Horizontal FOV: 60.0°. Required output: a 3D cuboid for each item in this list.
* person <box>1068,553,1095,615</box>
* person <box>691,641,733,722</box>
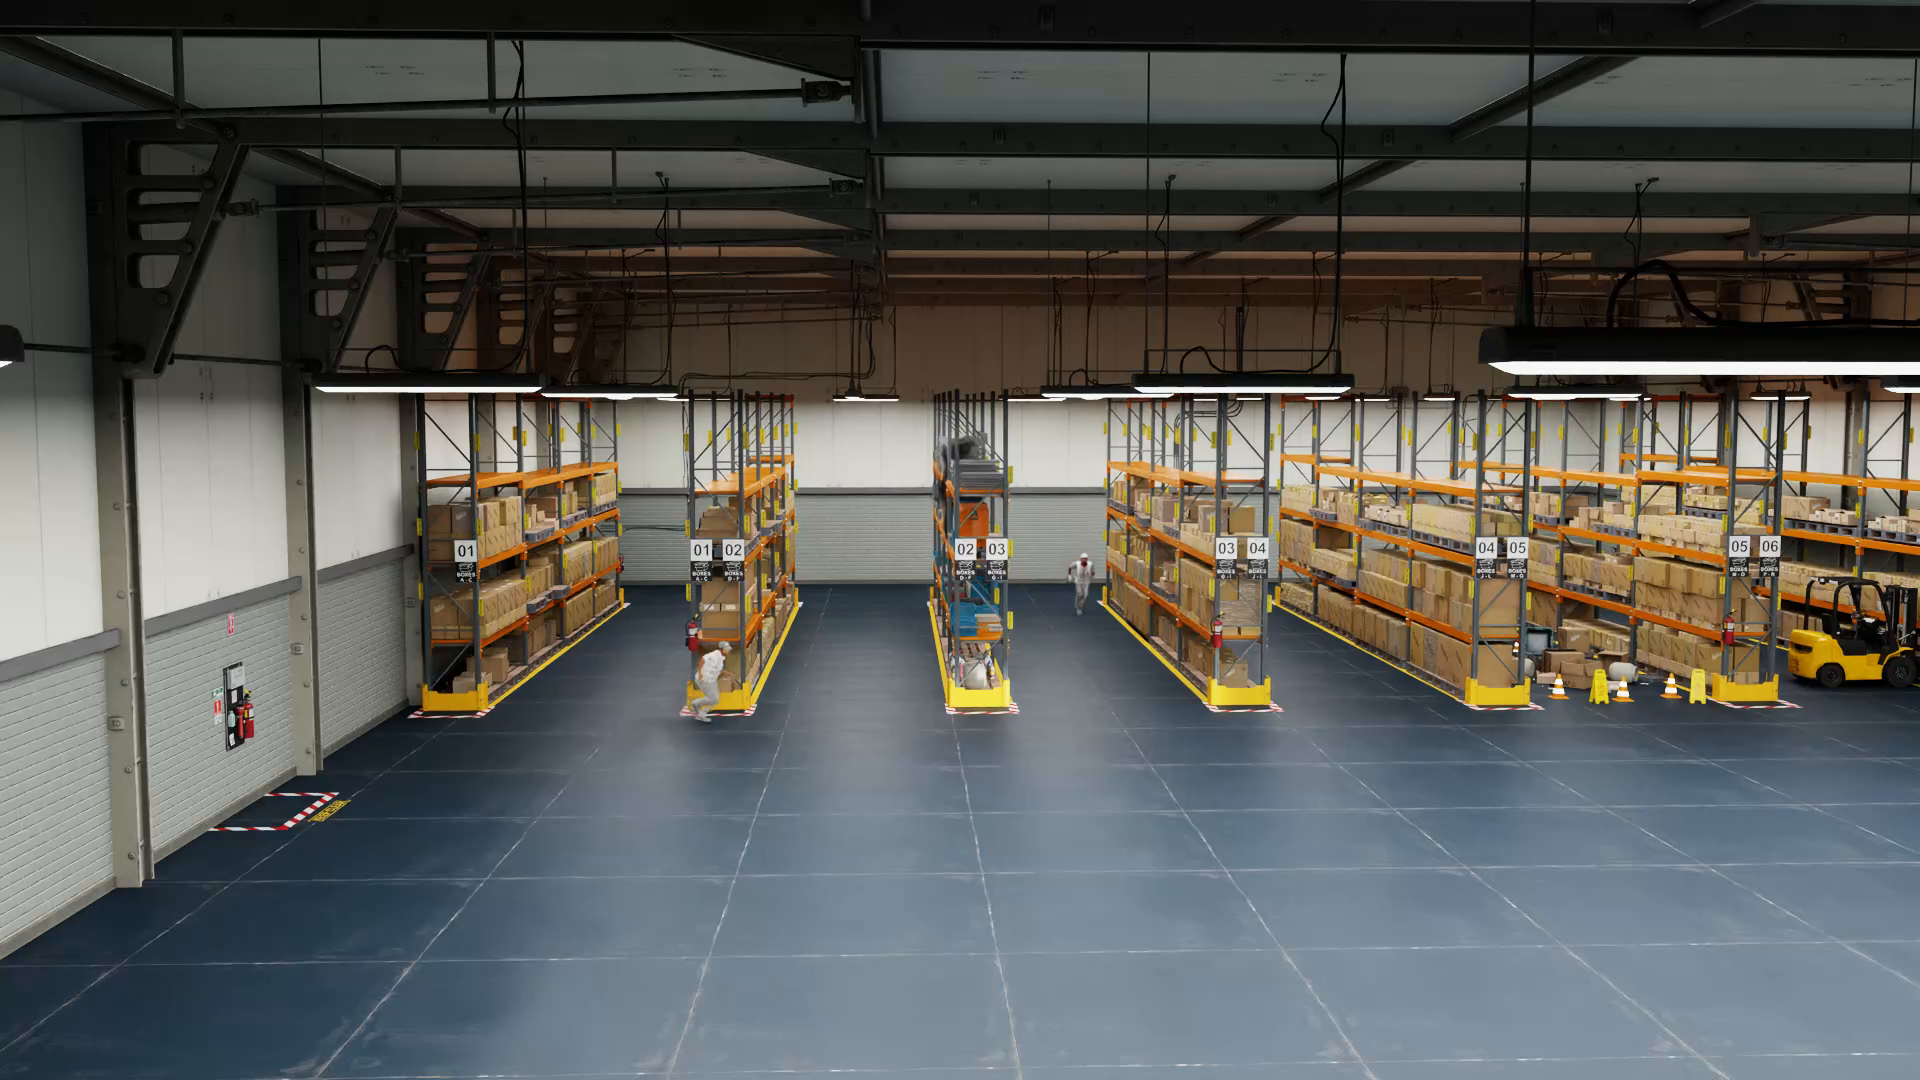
[{"bbox_3d":[3.324,1.197,45.116,0.666,1.698,0.731,-1,5,-13],"label":"person"},{"bbox_3d":[-4.471,2.554,29.925,0.812,1.494,0.634,2,5,18],"label":"person"}]
